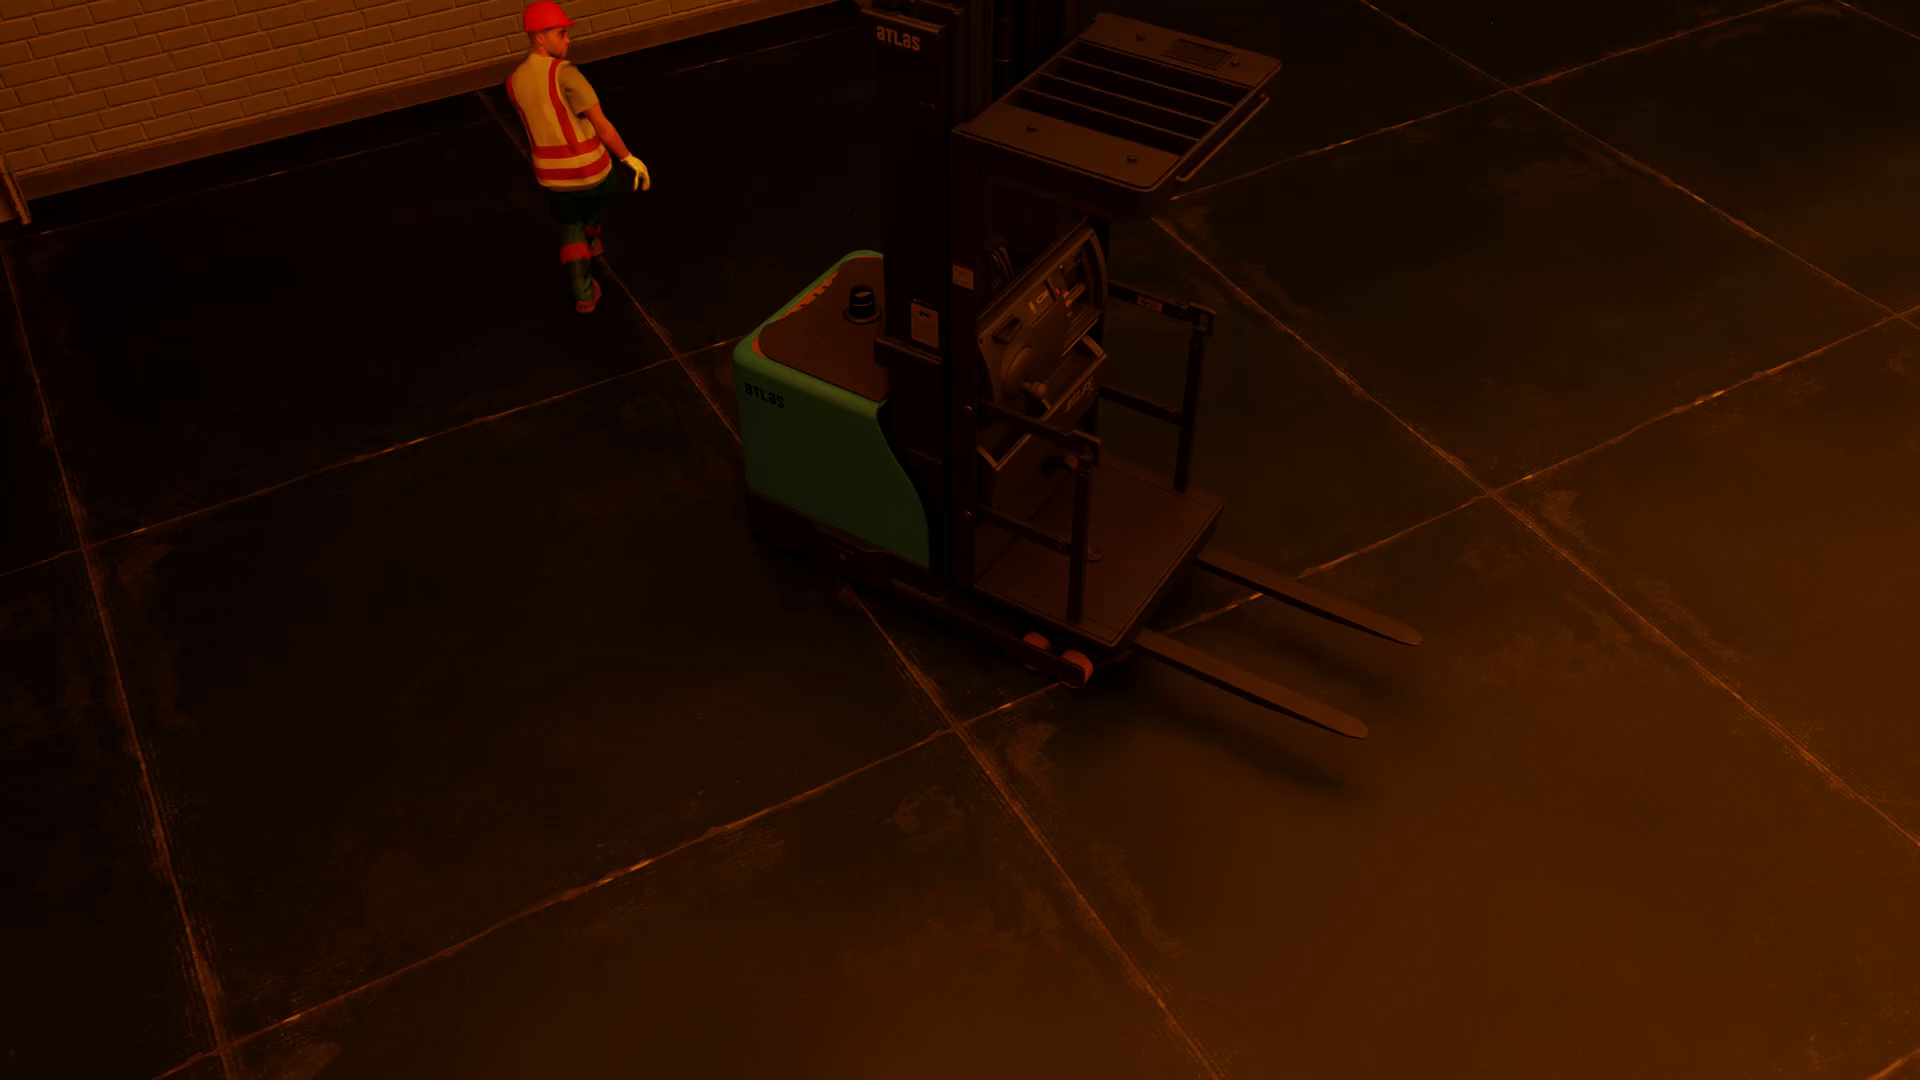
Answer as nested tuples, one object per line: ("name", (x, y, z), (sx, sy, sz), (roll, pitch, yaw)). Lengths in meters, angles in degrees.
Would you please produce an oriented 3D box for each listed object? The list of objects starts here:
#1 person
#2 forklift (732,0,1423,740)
("person", (-1.973, -2.081, 8.904), (0.803, 1.629, 0.816), (5, 43, 5))
("forklift", (0.517, -0.853, 6.618), (3.031, 2.935, 1.130), (23, 48, 23))
